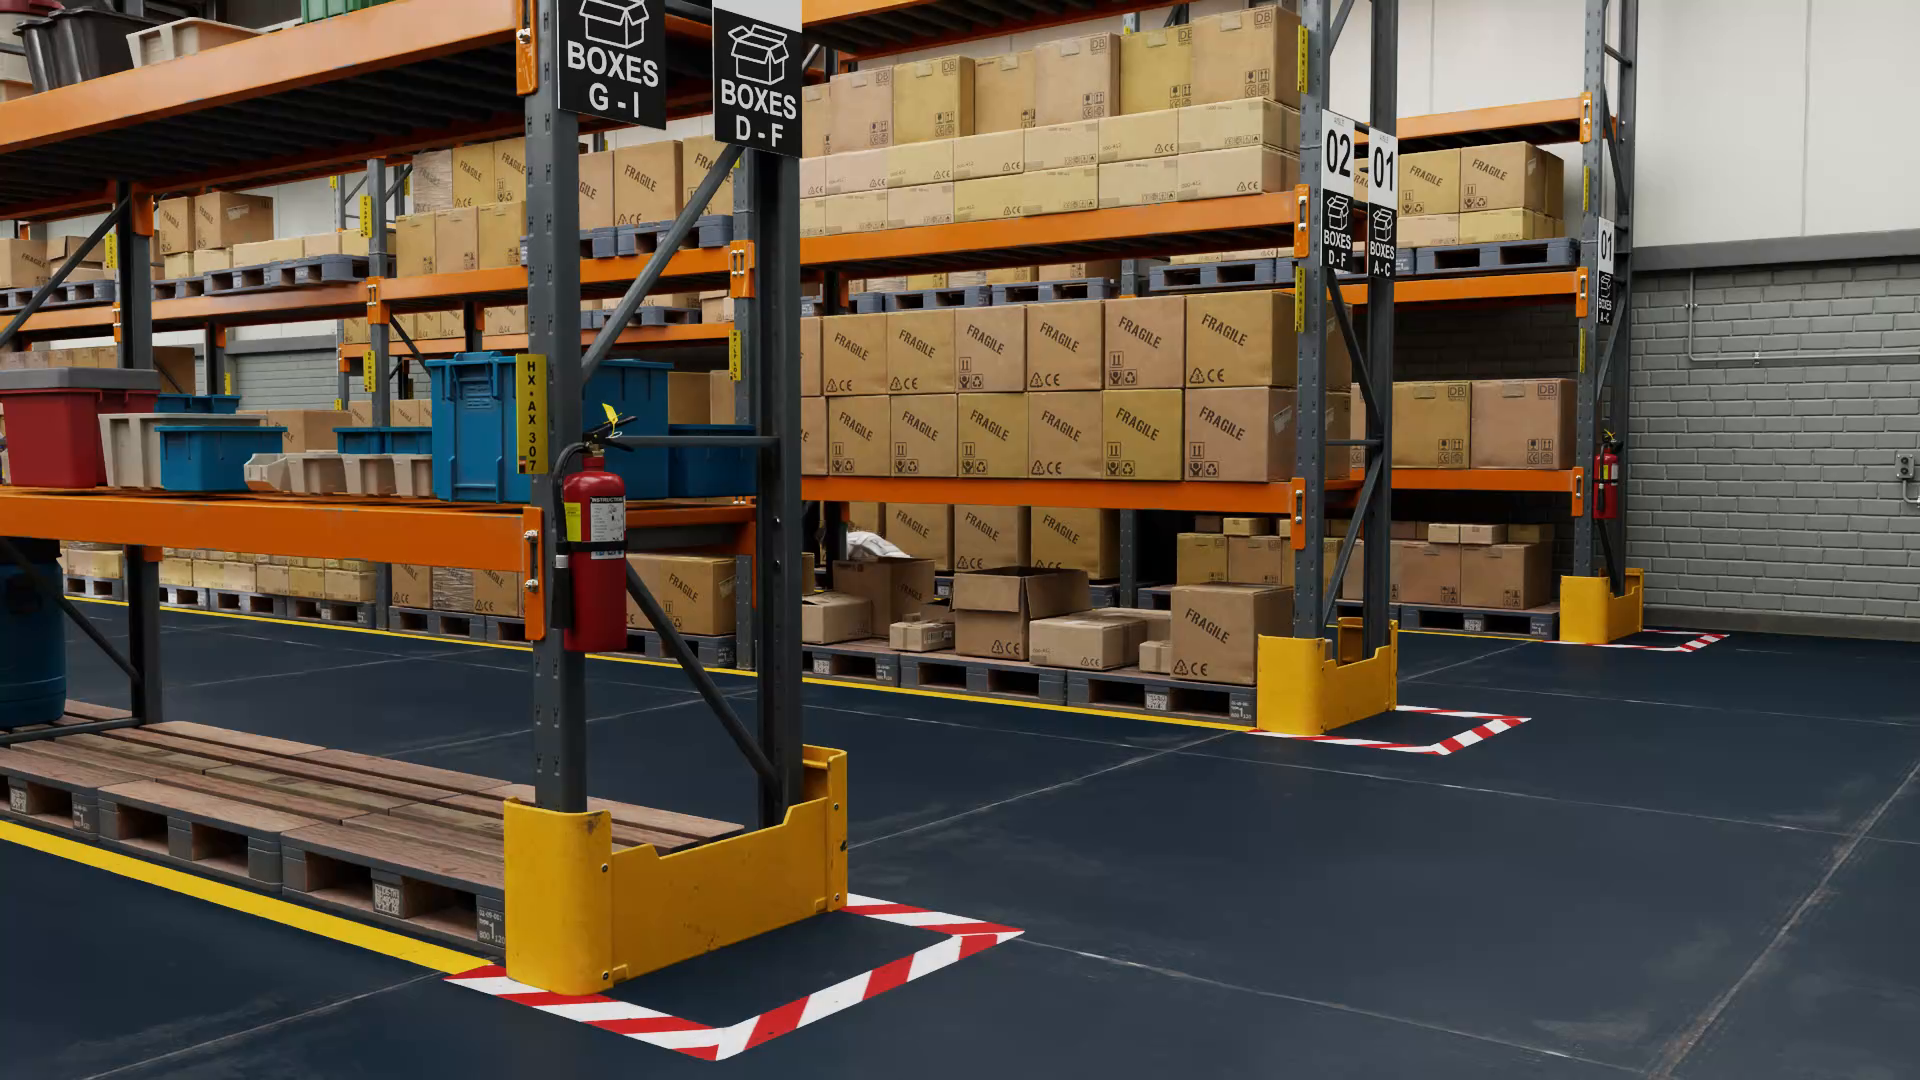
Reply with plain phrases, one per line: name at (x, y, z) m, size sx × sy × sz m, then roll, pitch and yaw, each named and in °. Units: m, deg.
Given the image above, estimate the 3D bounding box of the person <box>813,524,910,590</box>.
person at (-0.737, 0.307, 12.913) m, size 0.864 × 0.913 × 0.476 m, roll 2°, pitch 4°, yaw 34°
